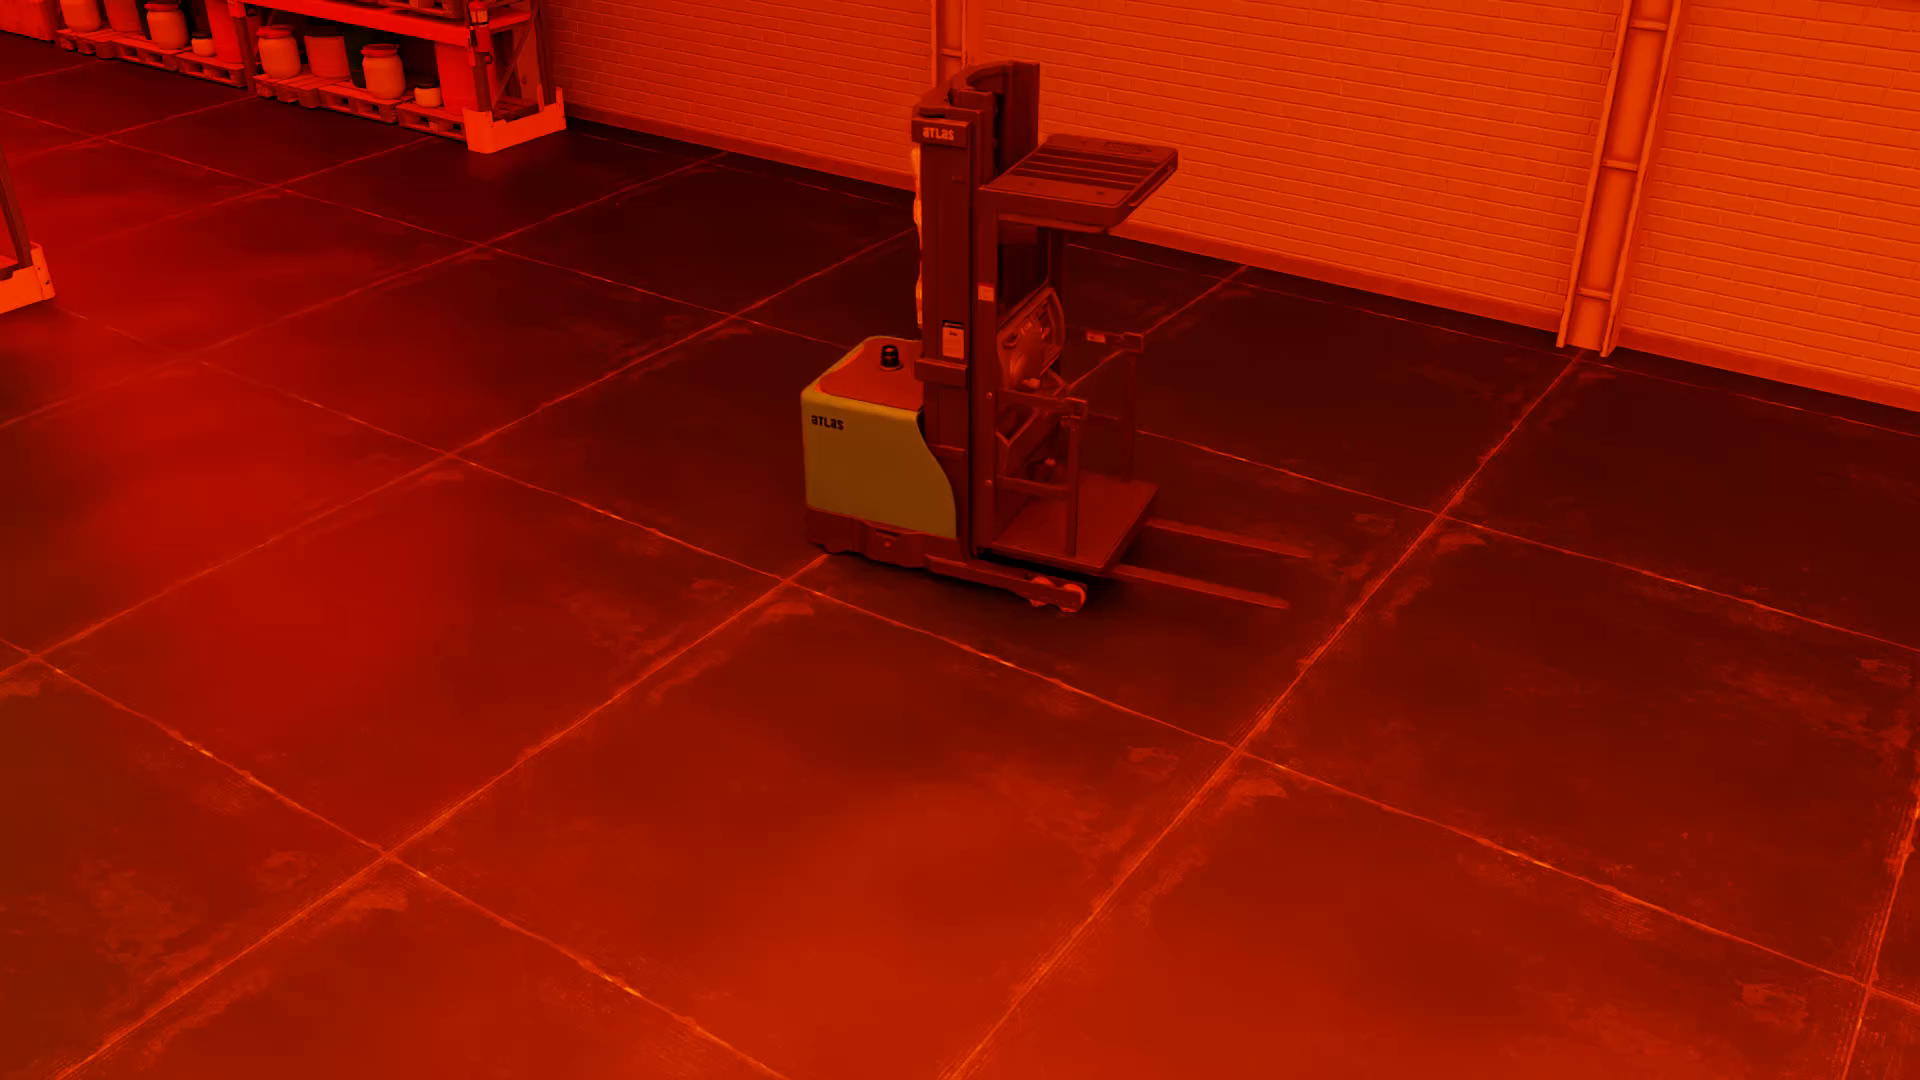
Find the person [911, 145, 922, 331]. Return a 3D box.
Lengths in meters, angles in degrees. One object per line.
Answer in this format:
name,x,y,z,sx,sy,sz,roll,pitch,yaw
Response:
person,-0.178,-2.447,12.931,0.352,1.795,0.546,-7,31,-11

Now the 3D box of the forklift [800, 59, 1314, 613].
forklift,0.594,-1.146,9.554,3.031,2.935,1.130,12,32,20
